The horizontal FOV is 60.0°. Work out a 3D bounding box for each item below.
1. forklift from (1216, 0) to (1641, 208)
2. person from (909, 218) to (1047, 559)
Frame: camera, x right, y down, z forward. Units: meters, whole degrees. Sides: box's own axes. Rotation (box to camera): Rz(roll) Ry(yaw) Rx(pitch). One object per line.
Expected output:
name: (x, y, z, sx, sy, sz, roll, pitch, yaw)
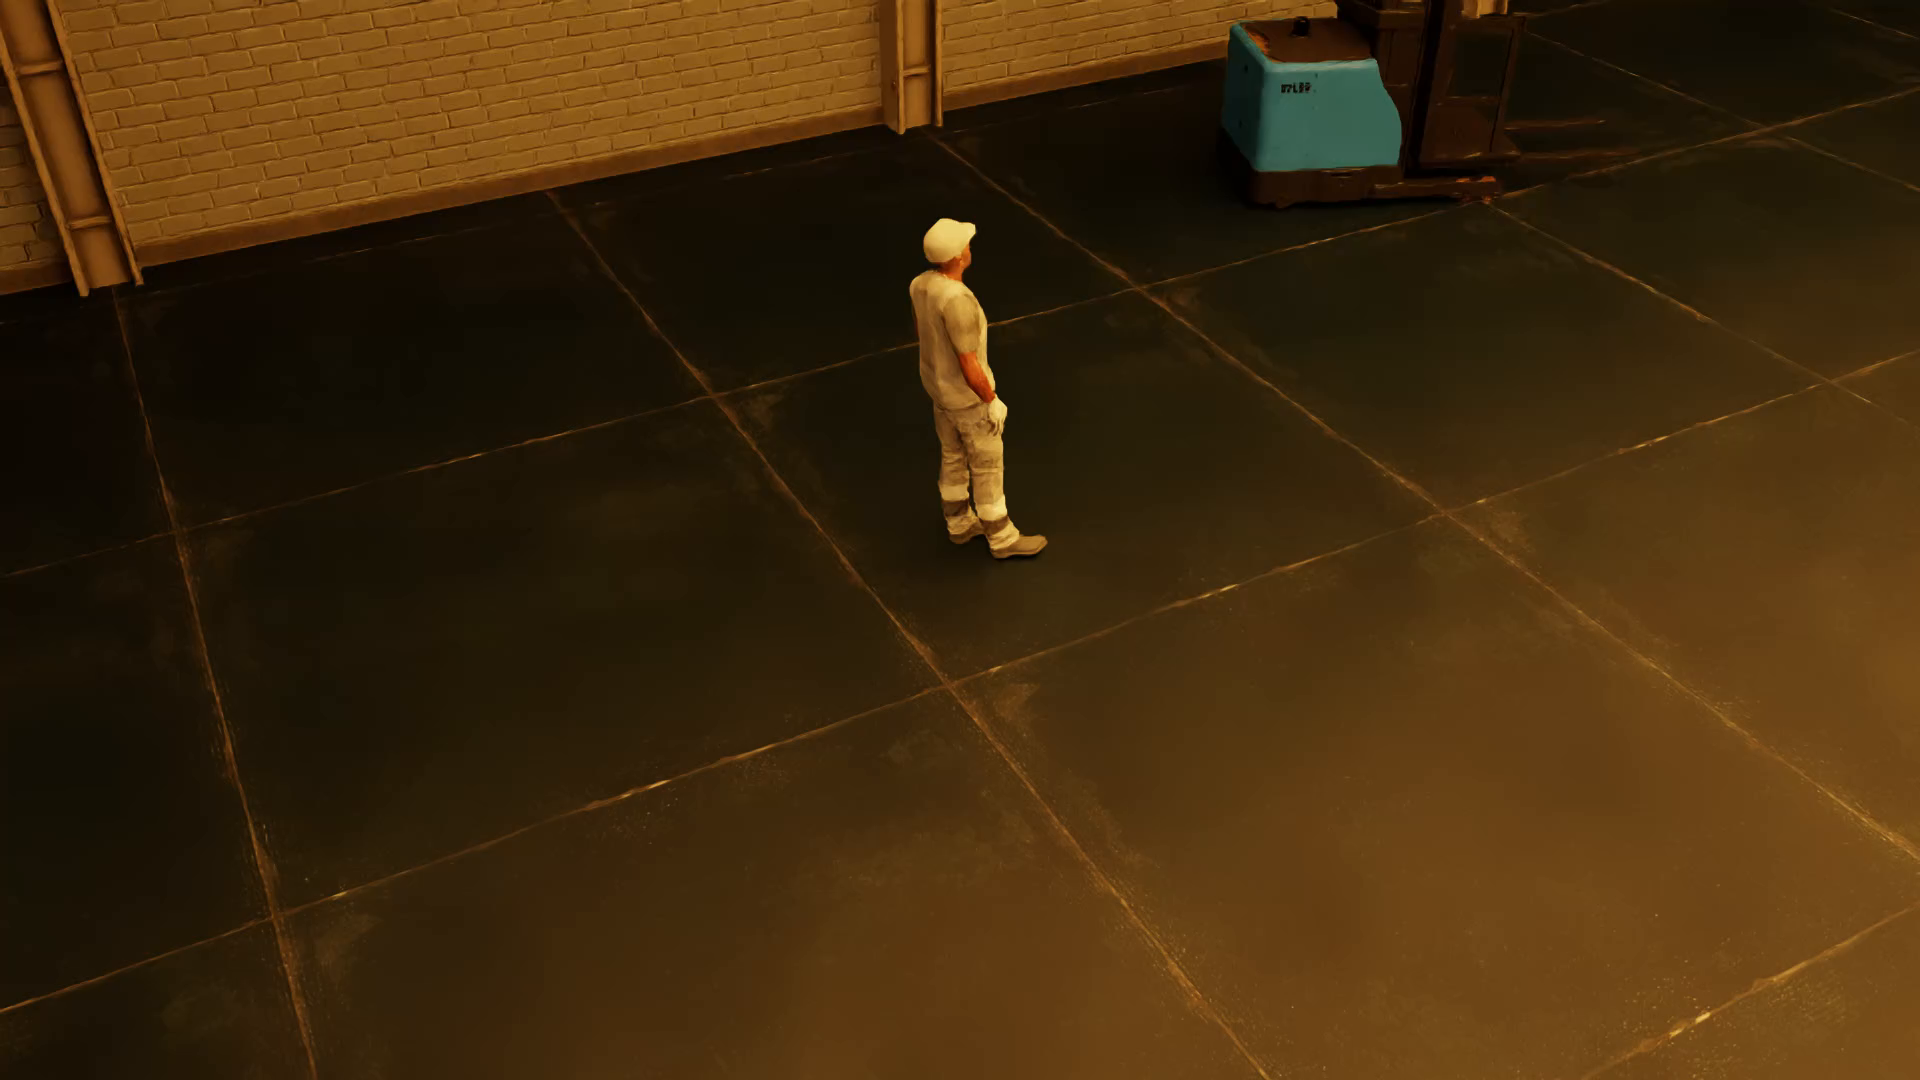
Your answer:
forklift: (3.521, -3.973, 11.743, 3.031, 2.935, 1.130, -5, 36, -7)
person: (0.076, -0.752, 8.165, 0.563, 1.787, 0.637, -17, 39, -23)
